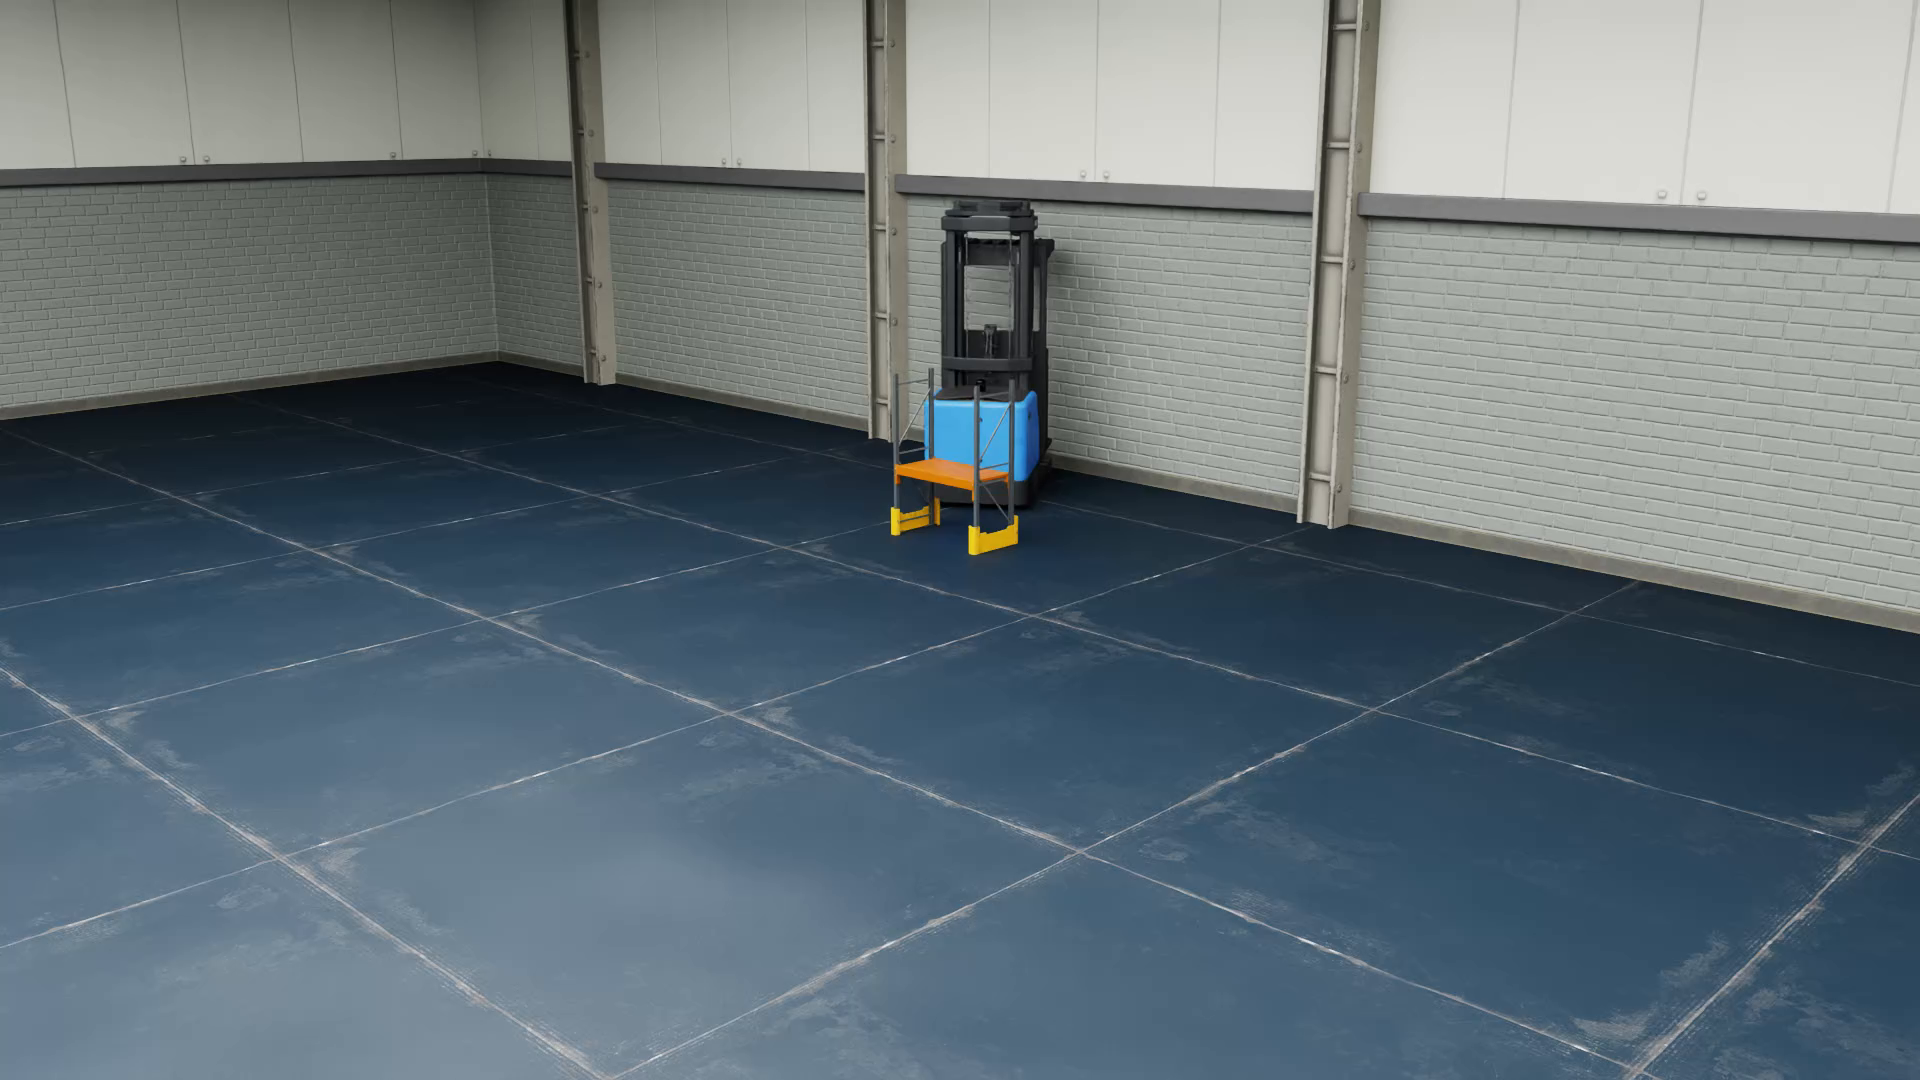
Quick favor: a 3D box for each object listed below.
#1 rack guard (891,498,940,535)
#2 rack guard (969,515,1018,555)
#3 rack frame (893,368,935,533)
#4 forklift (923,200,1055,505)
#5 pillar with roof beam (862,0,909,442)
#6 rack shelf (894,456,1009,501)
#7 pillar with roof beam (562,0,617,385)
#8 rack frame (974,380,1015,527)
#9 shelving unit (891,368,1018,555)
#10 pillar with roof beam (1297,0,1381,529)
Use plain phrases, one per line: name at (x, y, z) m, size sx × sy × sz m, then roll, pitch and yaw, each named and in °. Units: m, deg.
rack guard at (-0.413, -0.221, 15.604) m, size 0.087 × 0.250 × 0.587 m, roll 14°, pitch 20°, yaw 42°
rack guard at (0.304, -0.047, 14.935) m, size 0.087 × 0.250 × 0.587 m, roll 14°, pitch 20°, yaw 42°
rack frame at (-0.427, -0.830, 15.460) m, size 0.032 × 1.500 × 0.500 m, roll 14°, pitch 20°, yaw 42°
forklift at (0.389, -2.083, 17.431) m, size 1.130 × 2.935 × 3.031 m, roll 2°, pitch 15°, yaw 9°
pillar with roof beam at (-3.840, -4.789, 15.782) m, size 0.400 × 9.000 × 9.100 m, roll 14°, pitch 20°, yaw 42°
rack shelf at (-0.061, -0.567, 15.164) m, size 1.000 × 0.185 × 0.538 m, roll 14°, pitch 20°, yaw 42°
pillar with roof beam at (-8.159, -5.839, 19.812) m, size 0.400 × 9.000 × 9.100 m, roll 14°, pitch 20°, yaw 42°
rack frame at (0.305, -0.652, 14.777) m, size 0.032 × 1.500 × 0.500 m, roll 14°, pitch 20°, yaw 42°
shelving unit at (-0.055, -0.739, 15.112) m, size 1.083 × 1.500 × 0.587 m, roll 14°, pitch 20°, yaw 42°
pillar with roof beam at (0.479, -3.739, 11.752) m, size 0.400 × 9.000 × 9.100 m, roll 14°, pitch 20°, yaw 42°
